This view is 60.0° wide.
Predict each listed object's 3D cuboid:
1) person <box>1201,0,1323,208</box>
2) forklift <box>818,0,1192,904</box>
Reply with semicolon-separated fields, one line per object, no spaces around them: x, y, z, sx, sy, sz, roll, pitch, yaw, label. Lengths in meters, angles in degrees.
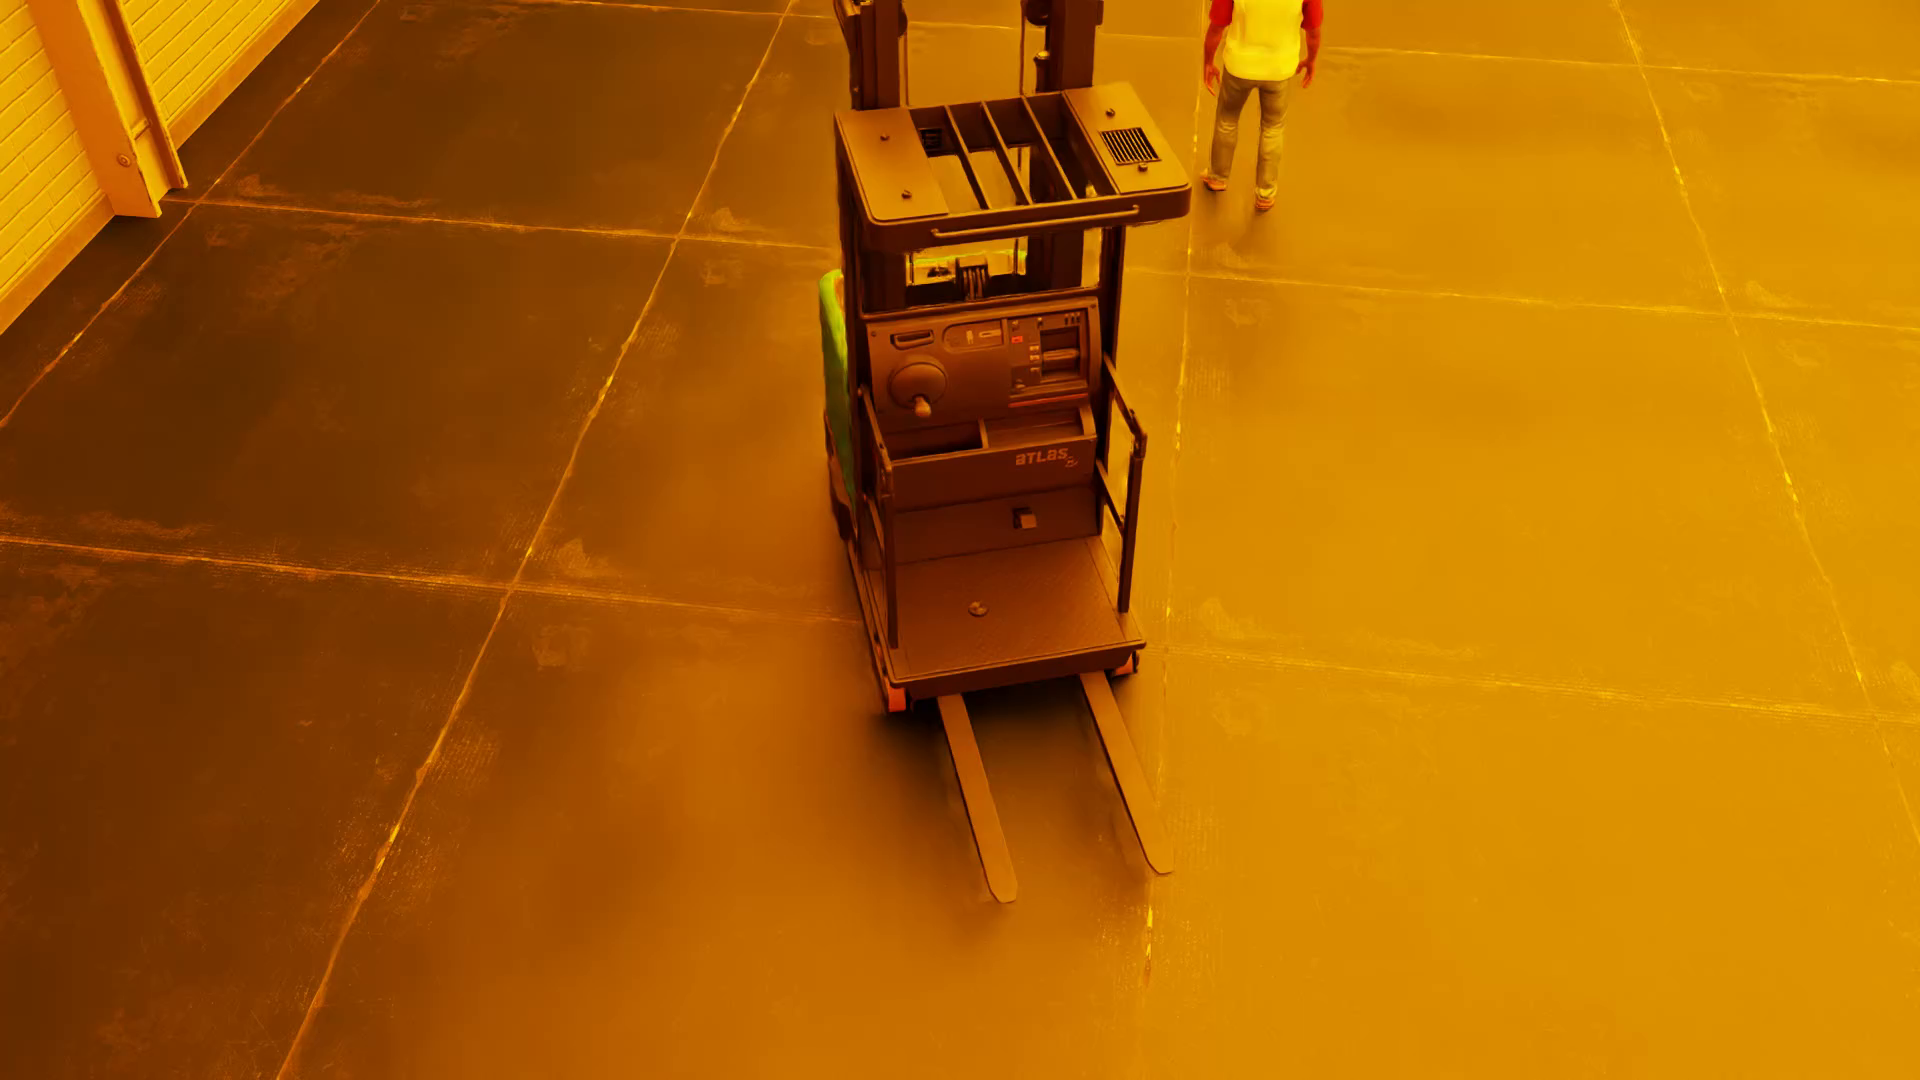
1.736;-2.777;9.642;0.657;1.789;0.518;5;43;6;person
0.148;-0.628;6.408;1.130;2.935;3.031;-8;43;-9;forklift
